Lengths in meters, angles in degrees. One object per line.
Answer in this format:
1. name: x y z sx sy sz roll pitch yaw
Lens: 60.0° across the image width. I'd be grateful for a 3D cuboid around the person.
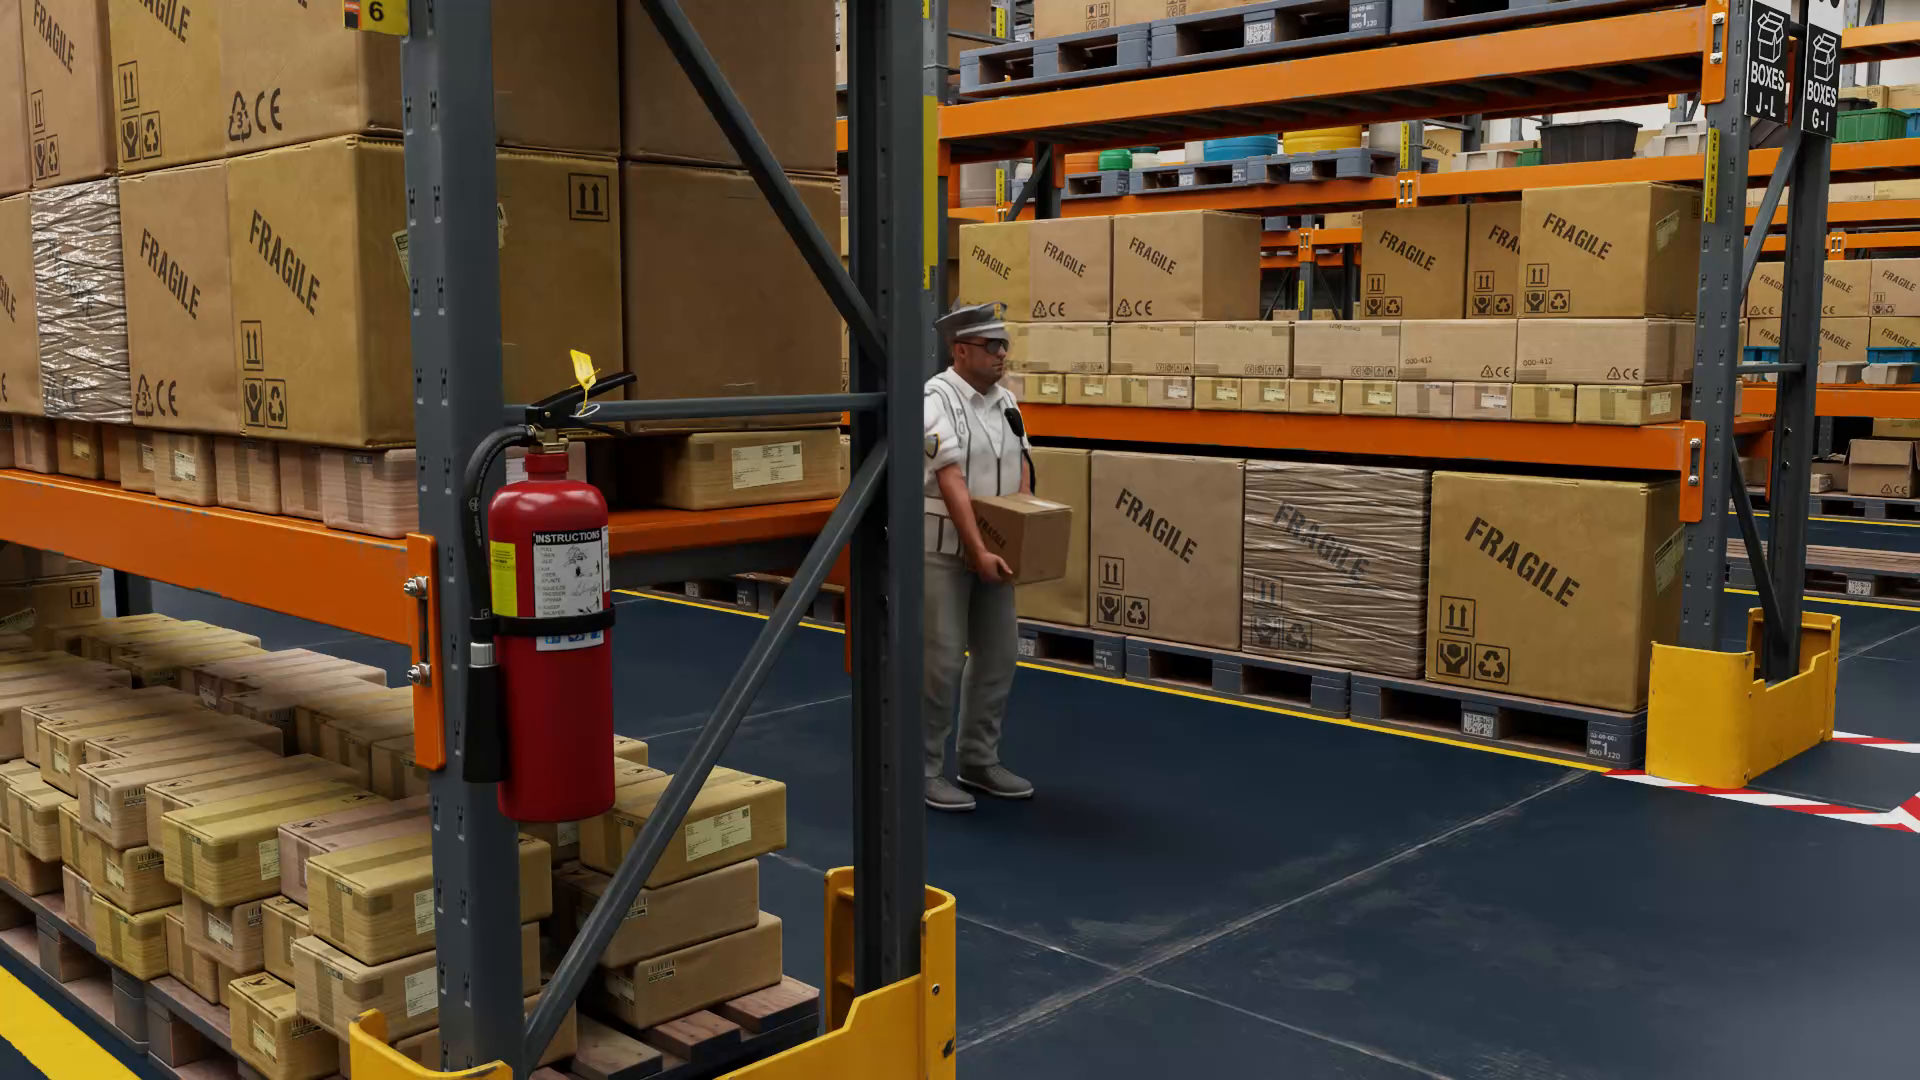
1. person: 0.061 0.049 5.836 0.581 1.759 0.489 6 9 42
